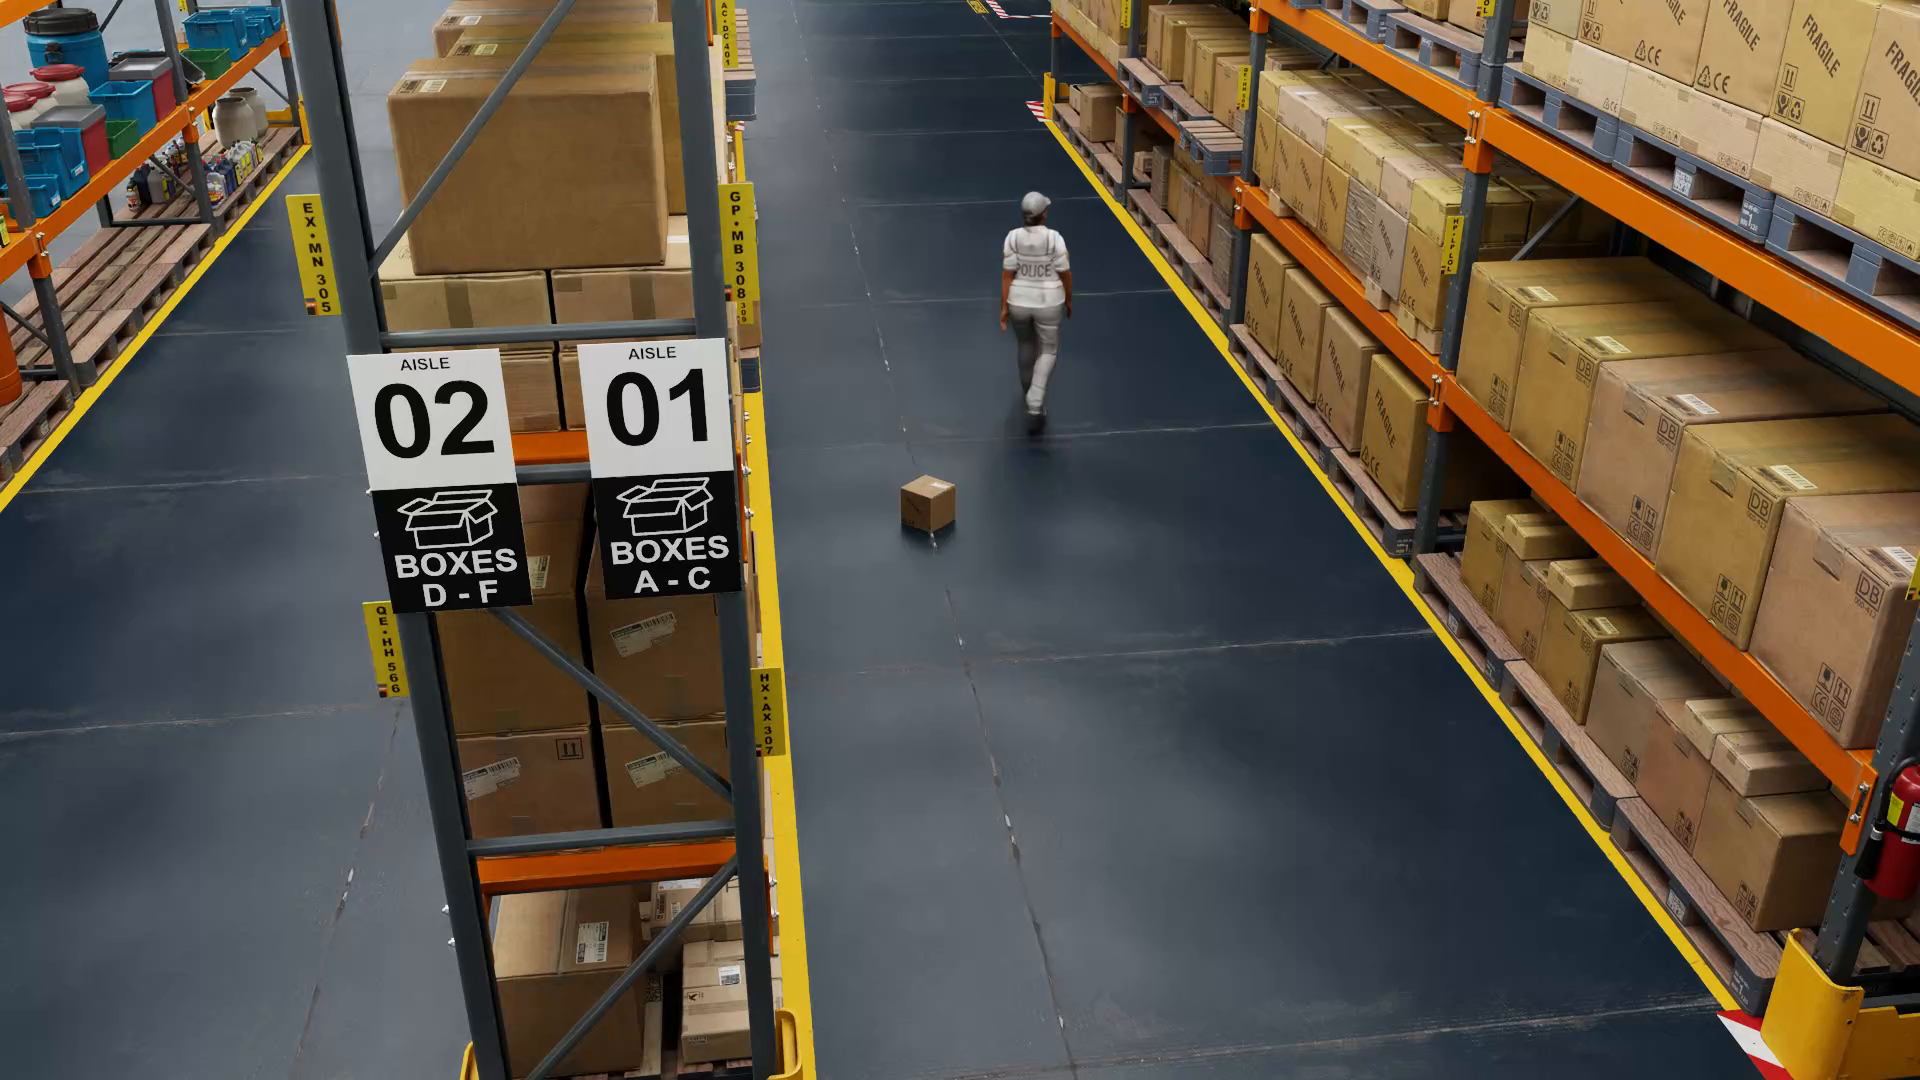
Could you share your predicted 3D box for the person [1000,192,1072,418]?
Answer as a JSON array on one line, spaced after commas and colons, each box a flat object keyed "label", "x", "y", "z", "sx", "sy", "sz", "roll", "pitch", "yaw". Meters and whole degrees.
[{"label": "person", "x": 0.546, "y": -1.690, "z": 11.879, "sx": 0.493, "sy": 1.621, "sz": 0.929, "roll": 8, "pitch": 28, "yaw": 15}]
